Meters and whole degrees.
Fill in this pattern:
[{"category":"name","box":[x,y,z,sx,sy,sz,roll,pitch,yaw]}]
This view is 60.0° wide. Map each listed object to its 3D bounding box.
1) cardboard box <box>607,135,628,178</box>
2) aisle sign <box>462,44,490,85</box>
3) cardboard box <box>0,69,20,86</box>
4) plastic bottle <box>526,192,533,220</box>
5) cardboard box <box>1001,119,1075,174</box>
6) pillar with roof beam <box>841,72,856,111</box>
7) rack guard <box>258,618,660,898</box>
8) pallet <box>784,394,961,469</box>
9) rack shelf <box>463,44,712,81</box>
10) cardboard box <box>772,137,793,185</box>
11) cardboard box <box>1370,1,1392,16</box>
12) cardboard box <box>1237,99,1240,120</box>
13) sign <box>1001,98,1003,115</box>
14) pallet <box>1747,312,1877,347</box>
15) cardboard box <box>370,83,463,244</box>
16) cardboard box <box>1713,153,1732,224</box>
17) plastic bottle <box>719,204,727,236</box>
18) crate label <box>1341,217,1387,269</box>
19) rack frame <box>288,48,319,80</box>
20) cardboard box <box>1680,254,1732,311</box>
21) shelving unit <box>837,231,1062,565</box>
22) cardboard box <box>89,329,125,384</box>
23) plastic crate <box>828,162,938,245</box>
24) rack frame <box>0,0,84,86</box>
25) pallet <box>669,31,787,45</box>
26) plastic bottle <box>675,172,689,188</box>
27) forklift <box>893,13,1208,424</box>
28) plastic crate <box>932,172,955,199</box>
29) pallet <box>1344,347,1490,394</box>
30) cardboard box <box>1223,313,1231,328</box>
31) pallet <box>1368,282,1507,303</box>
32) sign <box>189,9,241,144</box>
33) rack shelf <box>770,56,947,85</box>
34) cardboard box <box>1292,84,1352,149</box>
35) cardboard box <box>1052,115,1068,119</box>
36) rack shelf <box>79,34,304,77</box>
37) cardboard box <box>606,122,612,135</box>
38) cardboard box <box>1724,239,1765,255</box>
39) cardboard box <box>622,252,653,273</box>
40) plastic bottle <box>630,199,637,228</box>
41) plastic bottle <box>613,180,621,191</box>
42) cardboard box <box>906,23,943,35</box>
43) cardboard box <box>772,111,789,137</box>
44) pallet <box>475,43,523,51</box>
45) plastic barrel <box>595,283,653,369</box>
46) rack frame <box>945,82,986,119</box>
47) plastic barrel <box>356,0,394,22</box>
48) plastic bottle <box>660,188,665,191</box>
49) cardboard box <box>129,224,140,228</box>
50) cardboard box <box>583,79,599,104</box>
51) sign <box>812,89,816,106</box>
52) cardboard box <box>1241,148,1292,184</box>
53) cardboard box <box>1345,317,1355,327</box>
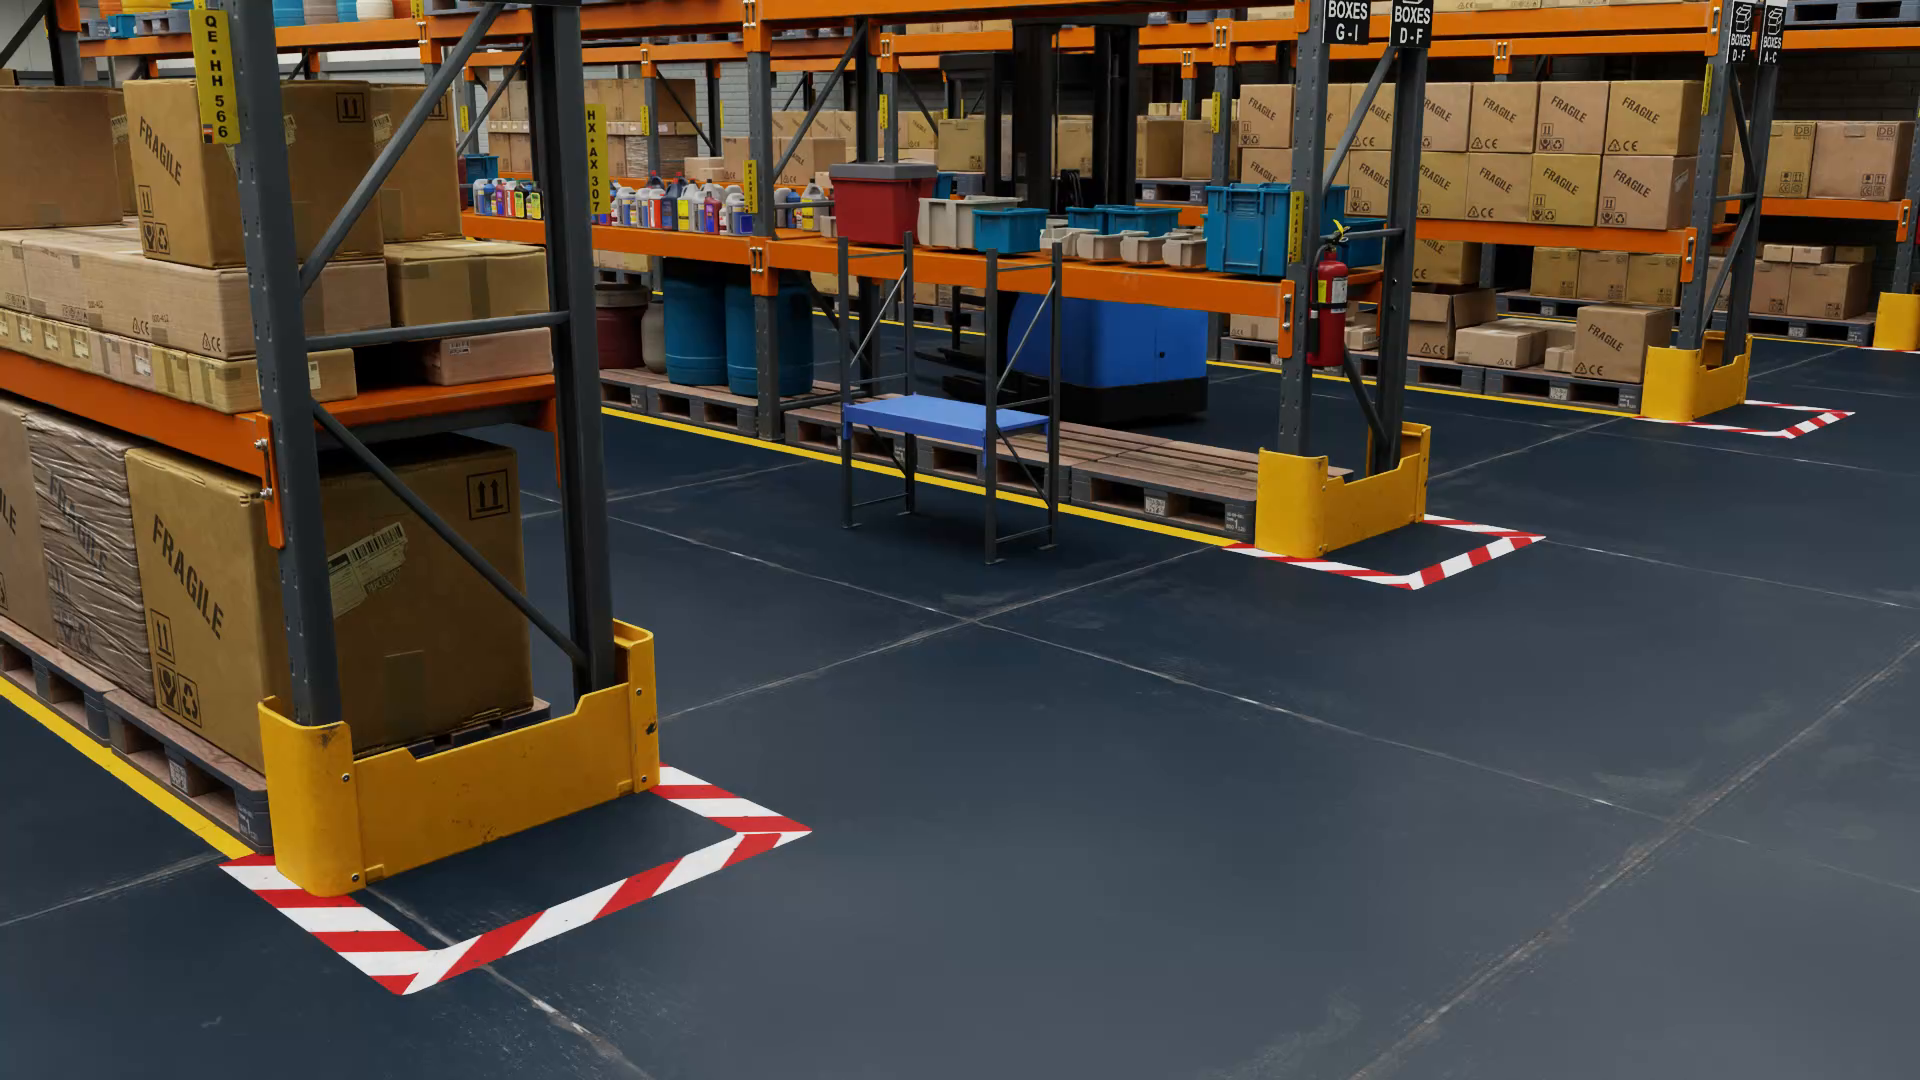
[{"category":"cardboard box","box":[-3.962,-4.705,20.341,0.500,0.500,0.700,13,20,42]},{"category":"aisle sign","box":[-6.393,-6.403,21.900,0.004,0.787,0.394,14,20,42]},{"category":"cardboard box","box":[-4.839,-1.935,7.723,0.637,0.503,0.797,13,19,41]},{"category":"plastic bottle","box":[-3.234,-2.530,12.588,0.097,0.201,0.097,0,15,0]},{"category":"cardboard box","box":[0.683,-3.756,15.867,0.700,0.500,0.500,-10,18,-34]},{"category":"pillar with roof beam","box":[-4.582,-8.245,22.228,0.400,9.000,9.100,14,20,42]},{"category":"rack guard","box":[-1.477,0.623,5.051,0.348,0.500,1.175,14,20,42]},{"category":"pallet","box":[-0.379,-0.719,10.774,1.213,0.211,1.003,14,20,42]},{"category":"rack shelf","box":[-4.694,-5.942,20.767,4.000,0.370,1.077,14,20,42]},{"category":"cardboard box","box":[-1.973,-4.220,18.481,0.500,0.500,0.500,14,20,42]},{"category":"cardboard box","box":[3.400,-4.162,12.804,0.500,0.250,0.500,14,20,42]},{"category":"cardboard box","box":[3.597,-5.033,19.485,0.500,0.250,0.500,13,20,41]},{"category":"sign","box":[0.564,-6.050,23.407,0.005,0.325,0.100,14,20,42]},{"category":"pallet","box":[8.190,-2.065,15.938,1.213,0.211,1.003,14,20,42]},{"category":"cardboard box","box":[-2.012,-1.246,5.485,0.500,0.500,0.500,13,19,41]},{"category":"cardboard box","box":[5.248,-2.563,12.120,0.500,0.500,0.500,-14,20,-43]},{"category":"plastic bottle","box":[-1.546,-2.120,11.013,0.097,0.201,0.097,0,15,0]},{"category":"crate label","box":[1.995,-1.541,8.611,0.303,0.233,0.416,14,20,42]},{"category":"rack frame","box":[-6.695,-3.590,16.263,0.127,3.000,1.000,14,20,42]},{"category":"cardboard box","box":[7.524,-2.562,16.440,0.500,0.500,0.700,13,19,40]},{"category":"shelving unit","box":[-0.061,-0.741,8.300,1.048,1.500,0.538,14,20,42]},{"category":"cardboard box","box":[-2.527,-0.606,5.306,0.250,0.149,0.380,14,20,43]},{"category":"plastic crate","box":[-0.467,-2.049,10.099,0.583,0.464,0.402,14,20,42]},{"category":"rack frame","box":[-4.374,-1.291,7.439,0.127,3.000,1.000,14,20,42]},{"category":"pallet","box":[-2.610,-5.696,18.773,1.217,0.209,0.805,13,19,40]},{"category":"plastic bottle","box":[-2.090,-2.582,12.490,0.185,0.351,0.144,14,20,42]},{"category":"forklift","box":[0.531,-2.514,12.266,1.130,2.935,3.031,-9,17,-31]},{"category":"plastic crate","box":[-0.363,-2.192,10.808,0.575,0.384,0.392,14,20,42]},{"category":"pallet","box":[3.881,-1.405,13.407,1.213,0.211,1.003,14,20,42]},{"category":"cardboard box","box":[2.326,-2.221,15.092,0.500,0.500,0.500,13,19,40]},{"category":"pallet","box":[5.333,-2.761,18.608,1.213,0.211,1.003,14,20,42]},{"category":"sign","box":[-1.881,-1.170,4.208,0.005,0.325,0.100,14,20,42]},{"category":"rack shelf","box":[-1.258,-6.842,24.220,4.000,0.370,1.077,14,20,42]},{"category":"cardboard box","box":[3.021,-3.397,13.340,0.500,0.500,0.500,13,19,40]},{"category":"cardboard box","box":[1.418,-5.346,21.929,0.700,0.500,0.500,-11,18,-37]},{"category":"rack shelf","box":[-8.134,-5.044,17.318,4.000,0.370,1.077,14,20,42]},{"category":"cardboard box","box":[-4.155,-4.995,20.167,0.250,0.149,0.380,14,20,42]},{"category":"cardboard box","box":[7.747,-2.892,16.419,0.250,0.149,0.380,14,20,43]},{"category":"cardboard box","box":[-3.739,-3.403,20.164,0.500,0.250,0.500,14,20,42]},{"category":"plastic bottle","box":[-2.269,-2.296,11.687,0.097,0.201,0.097,0,15,0]},{"category":"plastic bottle","box":[-2.711,-2.703,13.111,0.097,0.271,0.097,0,15,0]},{"category":"cardboard box","box":[-0.037,-5.218,16.364,0.500,0.500,0.910,14,20,42]},{"category":"cardboard box","box":[-2.563,-6.251,25.243,0.500,0.500,0.500,14,20,42]},{"category":"pallet","box":[-5.642,-6.469,21.537,1.213,0.211,1.003,14,20,42]},{"category":"plastic barrel","box":[-2.638,-1.646,12.752,0.708,0.588,0.600,14,20,42]},{"category":"rack frame","box":[0.182,-5.389,23.164,0.127,3.000,1.000,14,20,42]},{"category":"plastic barrel","box":[-4.893,-4.455,13.907,0.301,0.262,0.301,0,15,0]},{"category":"plastic bottle","box":[-2.094,-2.340,11.719,0.097,0.271,0.097,0,15,0]},{"category":"cardboard box","box":[-2.769,-1.064,6.275,0.500,0.250,0.500,13,20,41]},{"category":"cardboard box","box":[-4.302,-5.417,20.503,0.500,0.500,0.700,14,20,42]},{"category":"sign","box":[-2.298,-6.899,26.038,0.005,0.325,0.100,14,20,42]},{"category":"cardboard box","box":[2.683,-2.998,13.793,0.500,0.500,0.500,-14,20,-43]},{"category":"cardboard box","box":[3.424,-1.819,14.246,0.250,0.149,0.380,14,20,42]}]
